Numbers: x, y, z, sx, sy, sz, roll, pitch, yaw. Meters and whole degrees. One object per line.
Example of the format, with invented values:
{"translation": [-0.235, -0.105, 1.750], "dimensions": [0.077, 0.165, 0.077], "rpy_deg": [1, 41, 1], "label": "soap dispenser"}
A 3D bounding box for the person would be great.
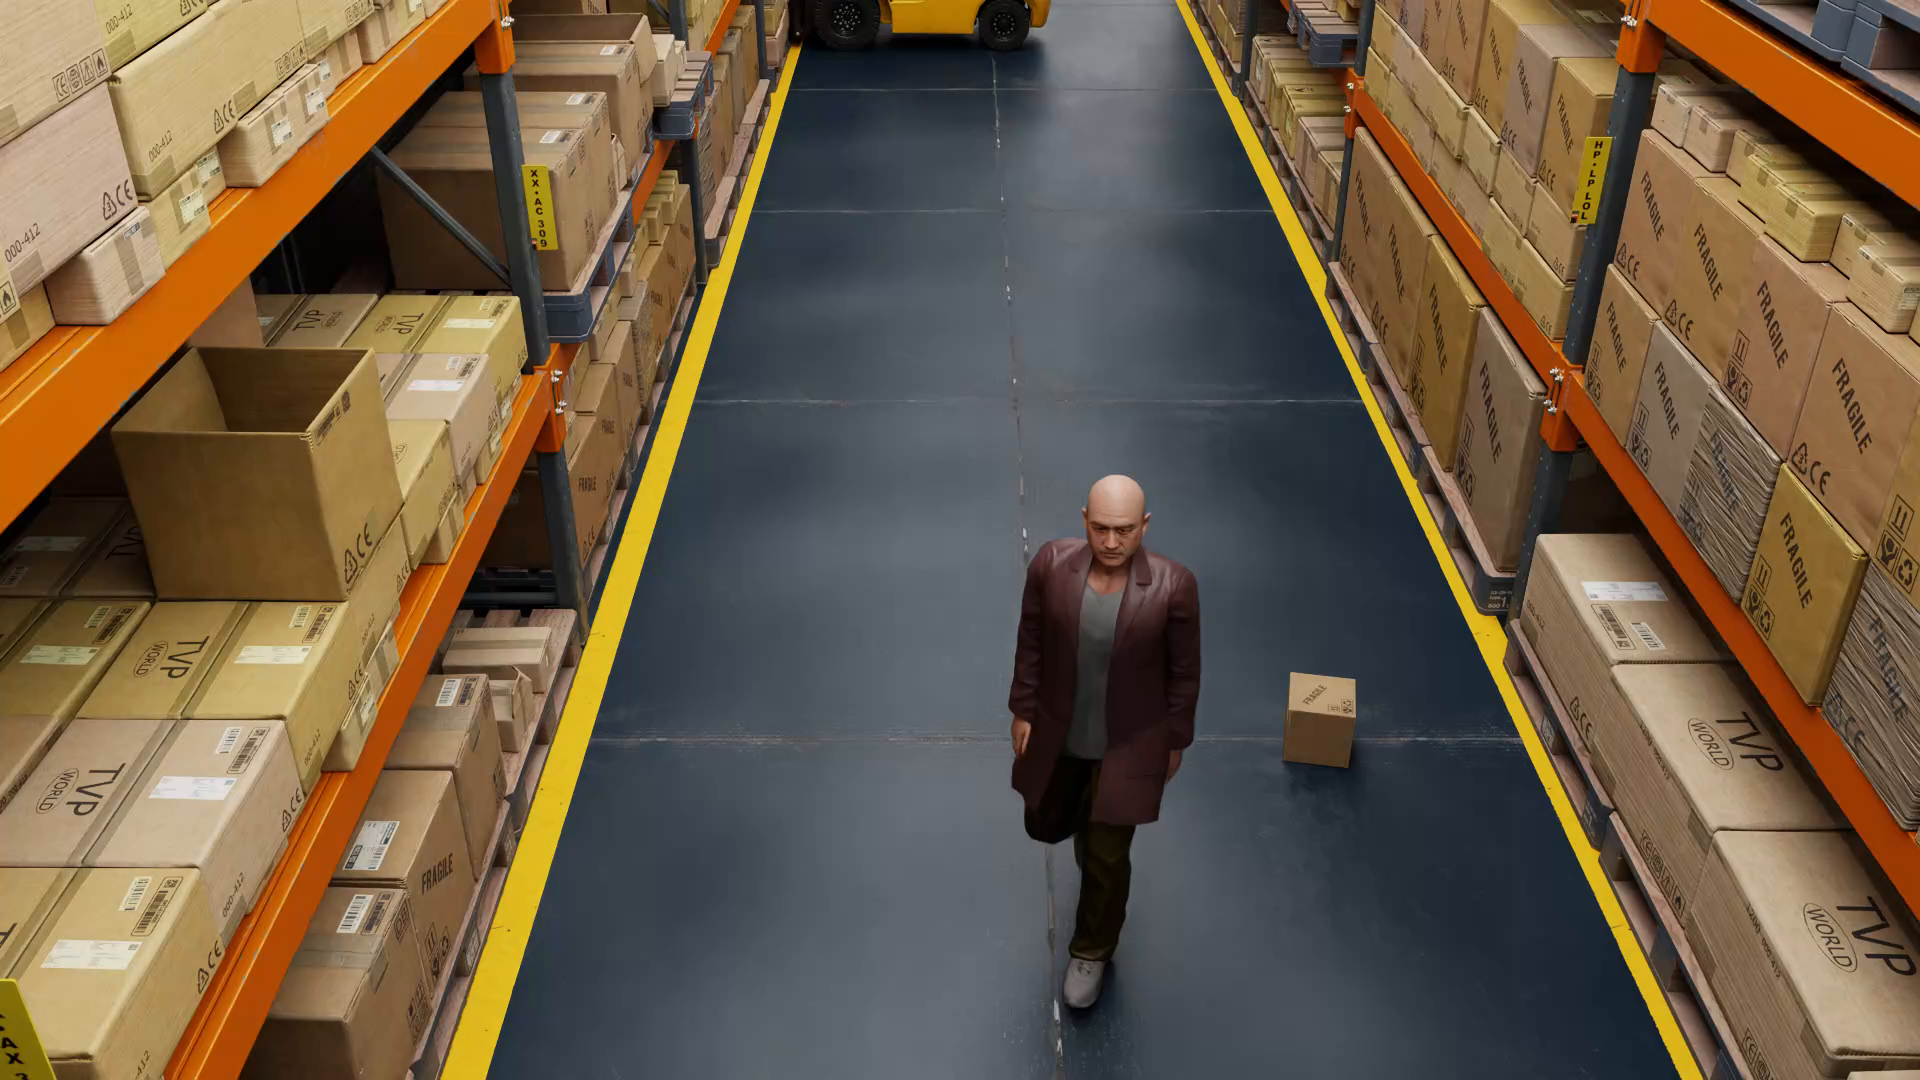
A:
{"translation": [0.444, 0.557, 5.194], "dimensions": [0.590, 1.758, 0.832], "rpy_deg": [11, 33, 18], "label": "person"}
